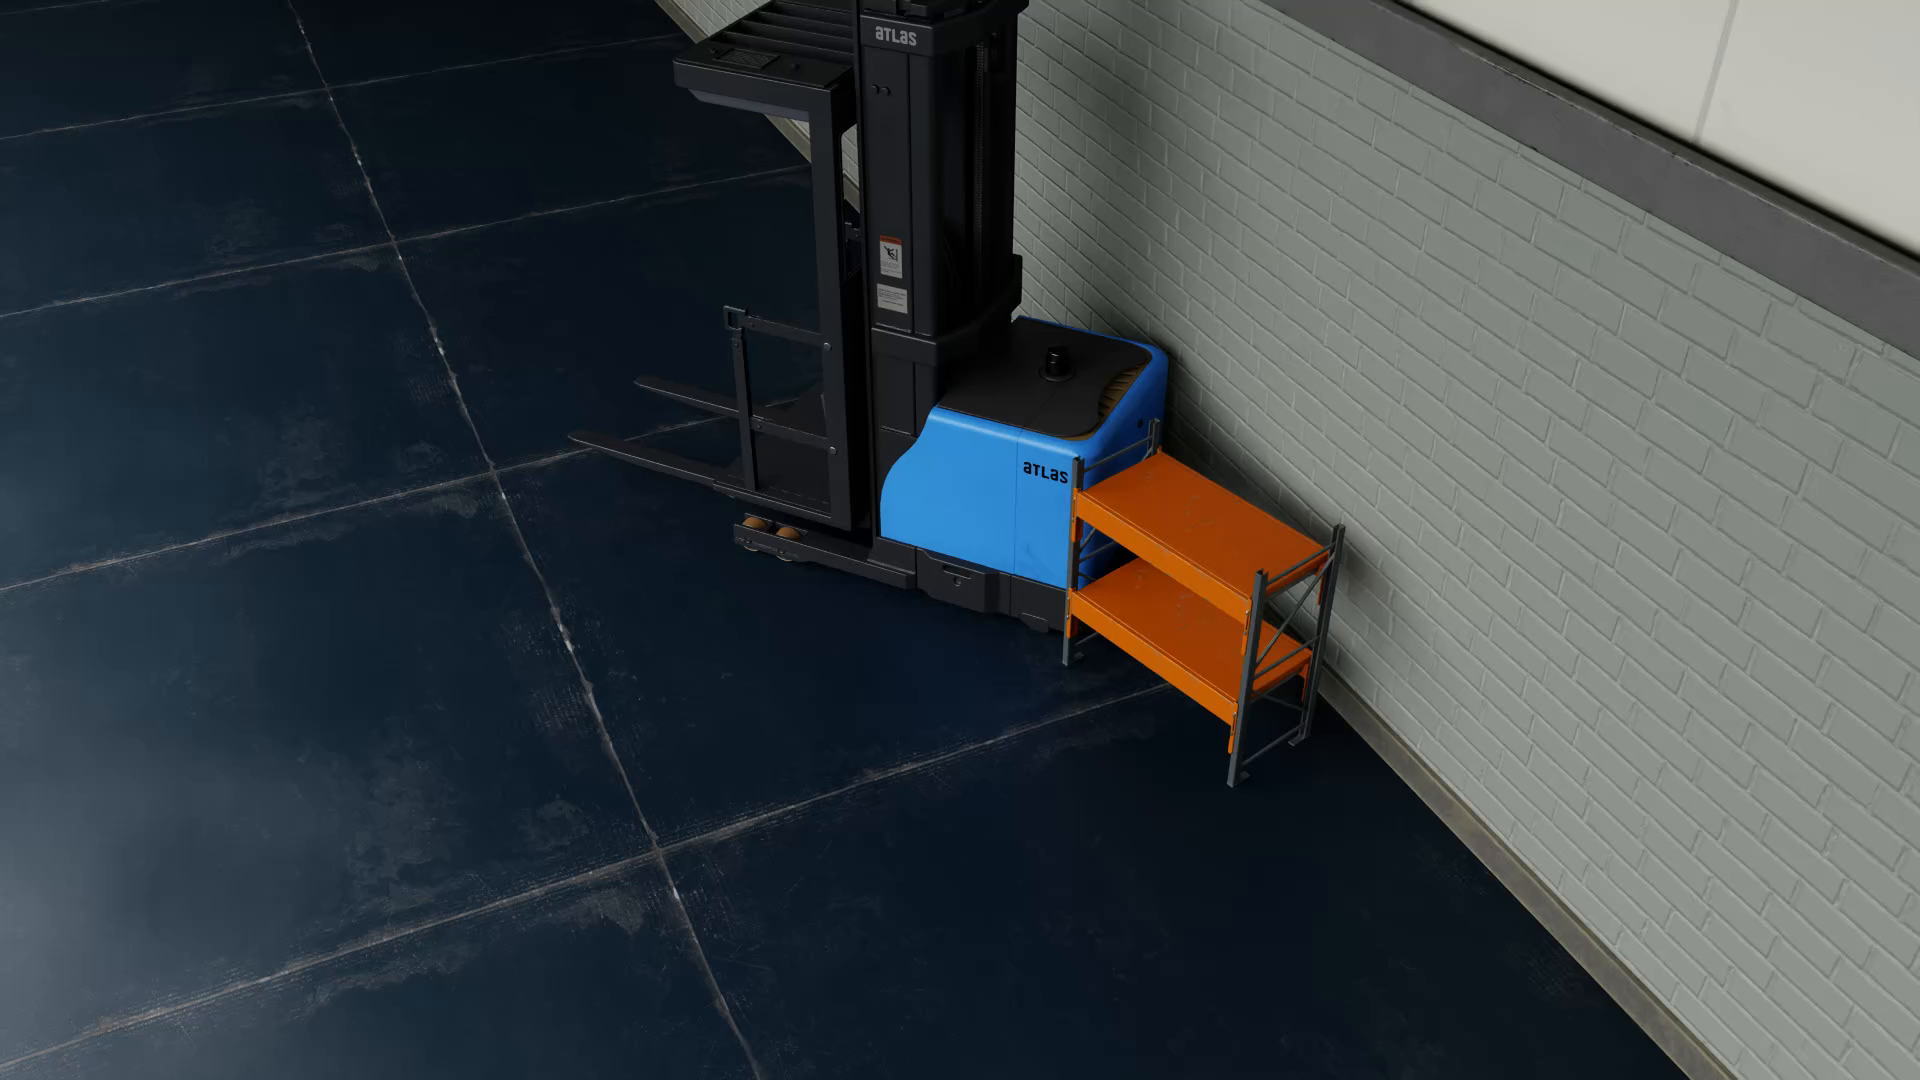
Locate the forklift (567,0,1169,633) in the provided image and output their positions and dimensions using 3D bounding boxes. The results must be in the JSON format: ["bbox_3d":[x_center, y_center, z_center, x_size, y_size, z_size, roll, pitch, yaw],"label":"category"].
[{"bbox_3d":[-0.563,-1.338,7.736,3.031,2.935,1.130,16,39,20],"label":"forklift"}]

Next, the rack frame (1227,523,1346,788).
[{"bbox_3d":[1.326,0.487,6.792,0.500,1.125,0.032,-27,44,-31],"label":"rack frame"}]

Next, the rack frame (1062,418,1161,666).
[{"bbox_3d":[0.671,0.024,7.417,0.500,1.125,0.032,-27,44,-31],"label":"rack frame"}]

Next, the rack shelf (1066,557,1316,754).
[{"bbox_3d":[0.999,0.452,7.250,0.538,0.278,1.000,-27,44,-31],"label":"rack shelf"}]

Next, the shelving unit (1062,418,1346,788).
[{"bbox_3d":[0.999,0.255,7.105,0.538,1.125,1.048,-27,44,-31],"label":"shelving unit"}]

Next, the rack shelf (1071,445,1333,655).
[{"bbox_3d":[0.999,0.020,6.930,0.538,0.278,1.000,-27,44,-31],"label":"rack shelf"}]
